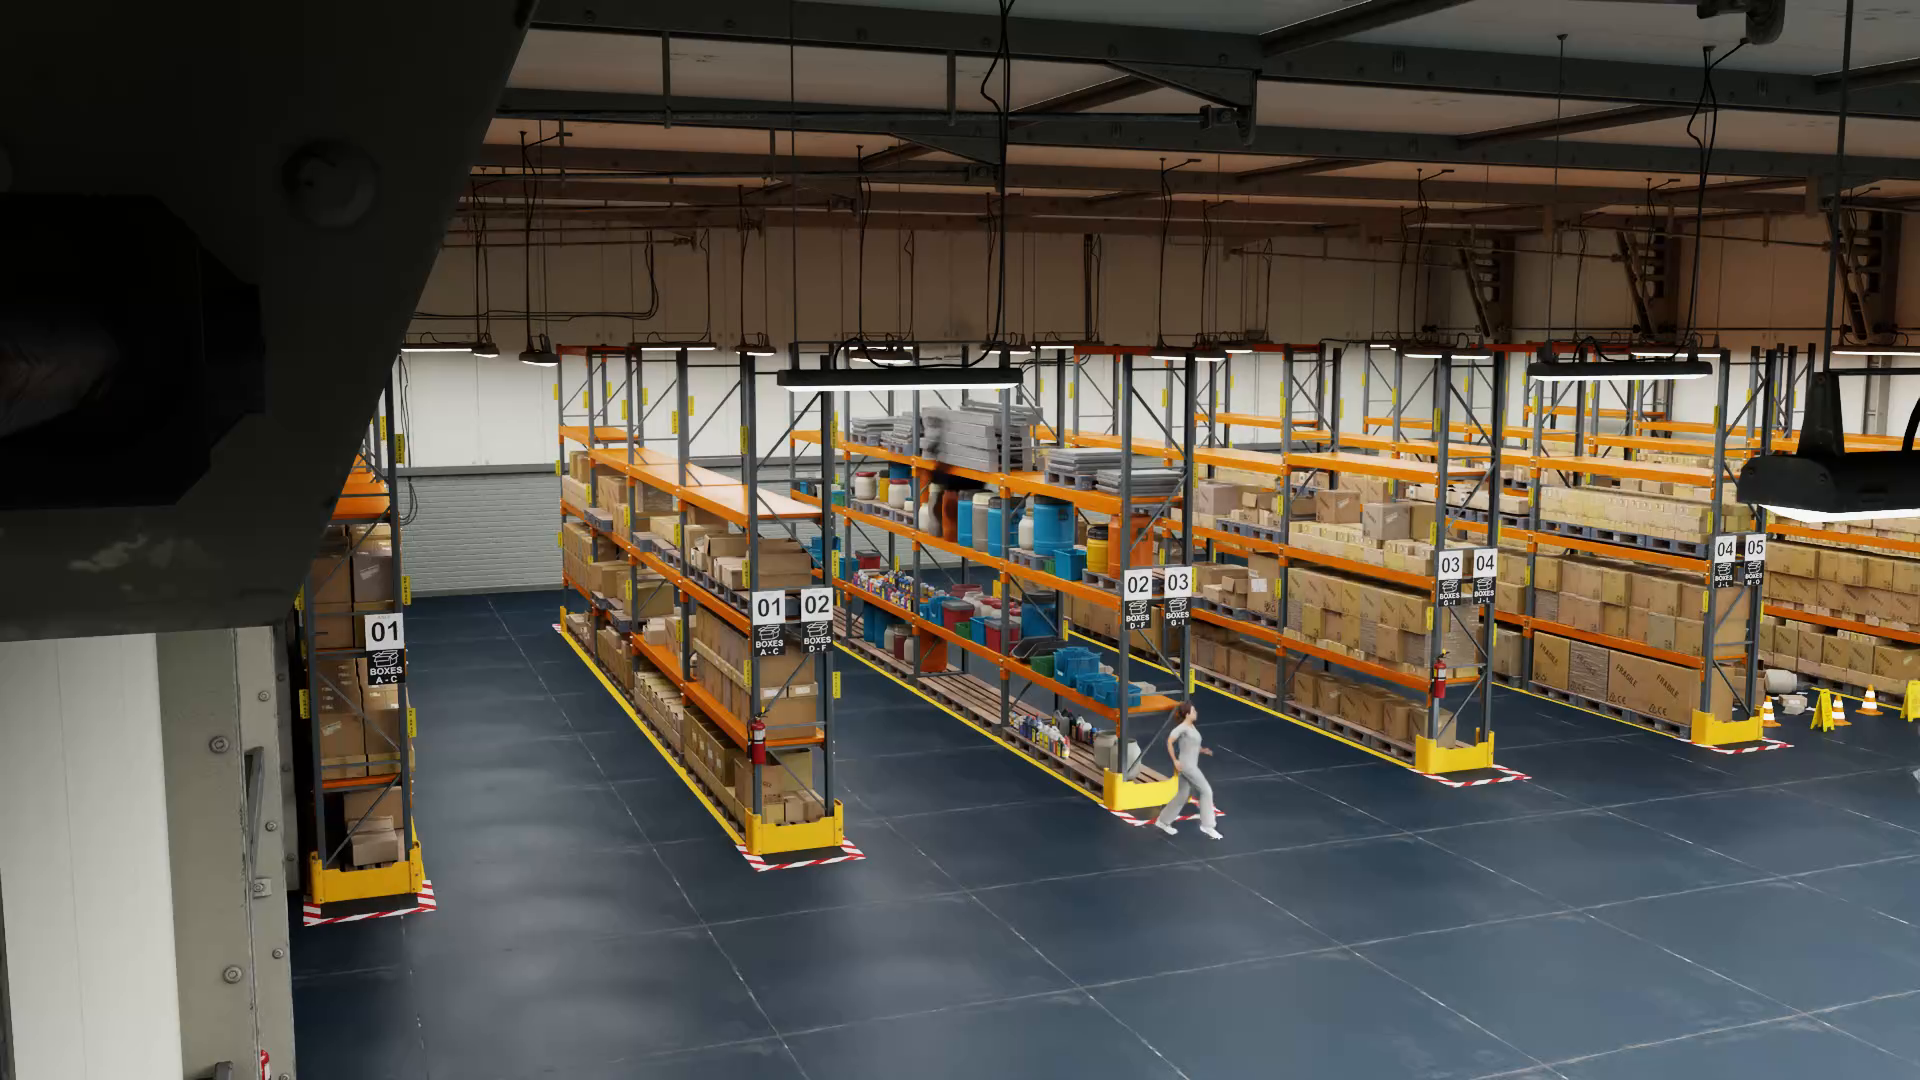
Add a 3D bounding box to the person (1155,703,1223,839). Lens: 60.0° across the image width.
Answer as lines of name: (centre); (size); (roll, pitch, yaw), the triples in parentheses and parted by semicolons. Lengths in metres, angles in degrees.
person: (2.885, 2.863, 20.811); (0.850, 1.665, 0.570); (2, 7, 12)
